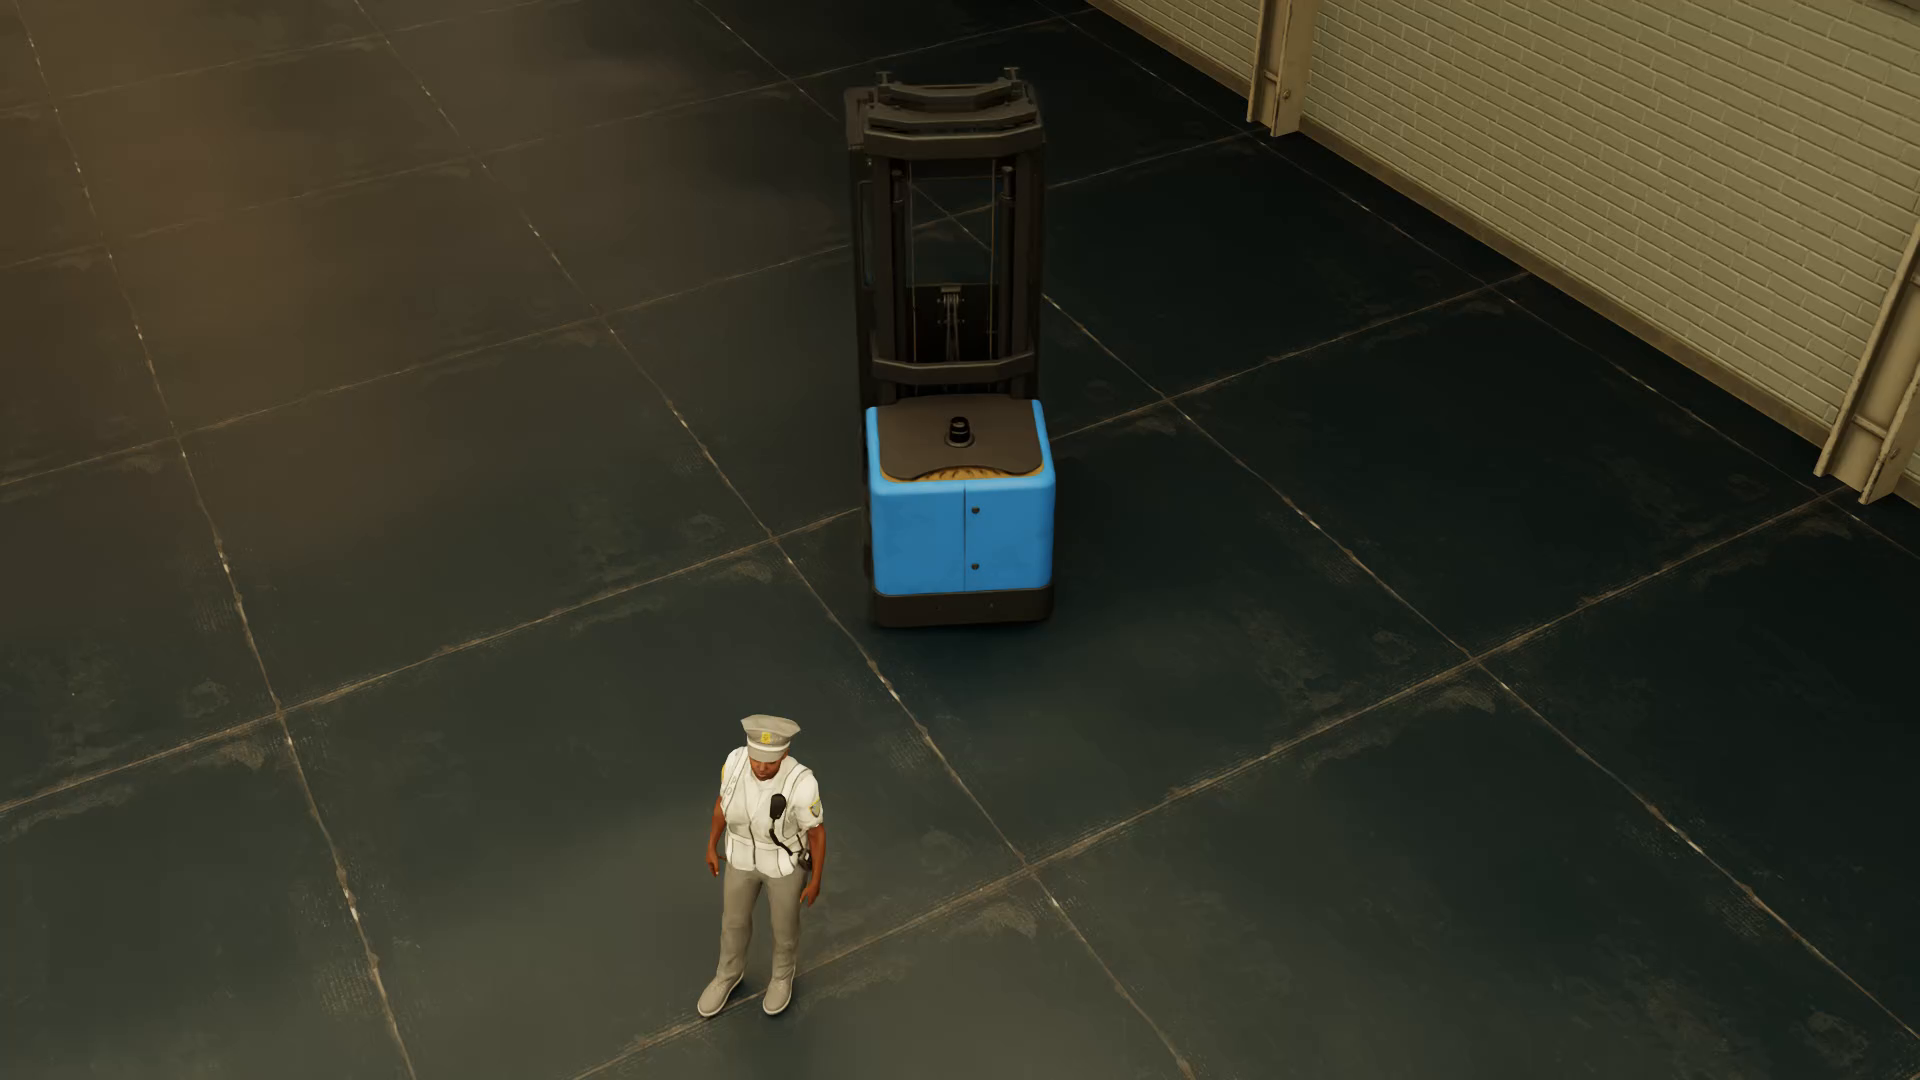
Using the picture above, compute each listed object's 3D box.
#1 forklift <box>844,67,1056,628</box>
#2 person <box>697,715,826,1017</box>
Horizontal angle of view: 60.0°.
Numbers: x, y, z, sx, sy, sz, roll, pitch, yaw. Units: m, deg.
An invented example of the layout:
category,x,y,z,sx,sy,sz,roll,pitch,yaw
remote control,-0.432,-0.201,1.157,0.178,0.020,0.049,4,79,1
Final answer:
category,x,y,z,sx,sy,sz,roll,pitch,yaw
forklift,-0.091,-1.550,9.905,1.130,2.935,3.031,-3,40,-3
person,-0.880,1.440,7.259,0.570,1.693,0.530,13,41,15
